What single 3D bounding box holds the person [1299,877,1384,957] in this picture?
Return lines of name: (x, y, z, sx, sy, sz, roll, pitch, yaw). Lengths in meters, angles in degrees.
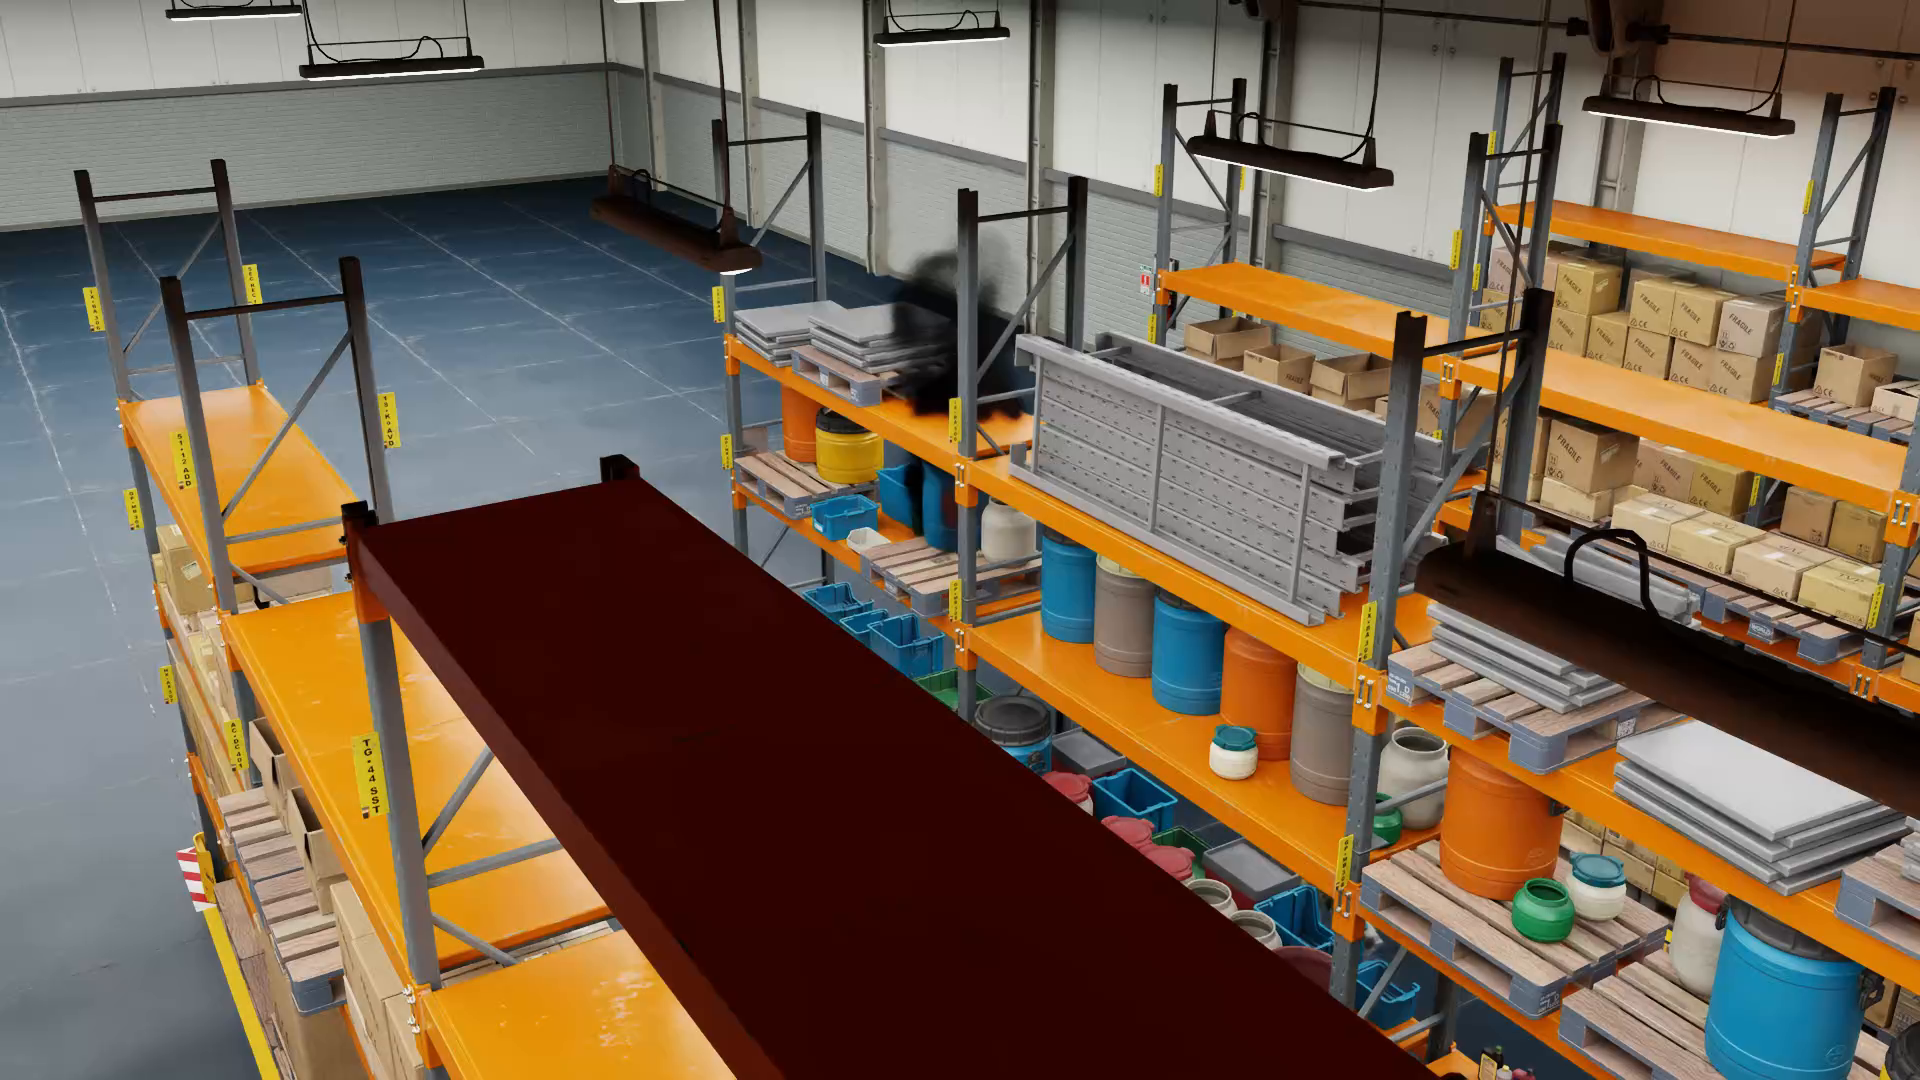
person: (2.895, 2.553, 12.831, 0.607, 1.658, 0.849, -18, 28, -38)
